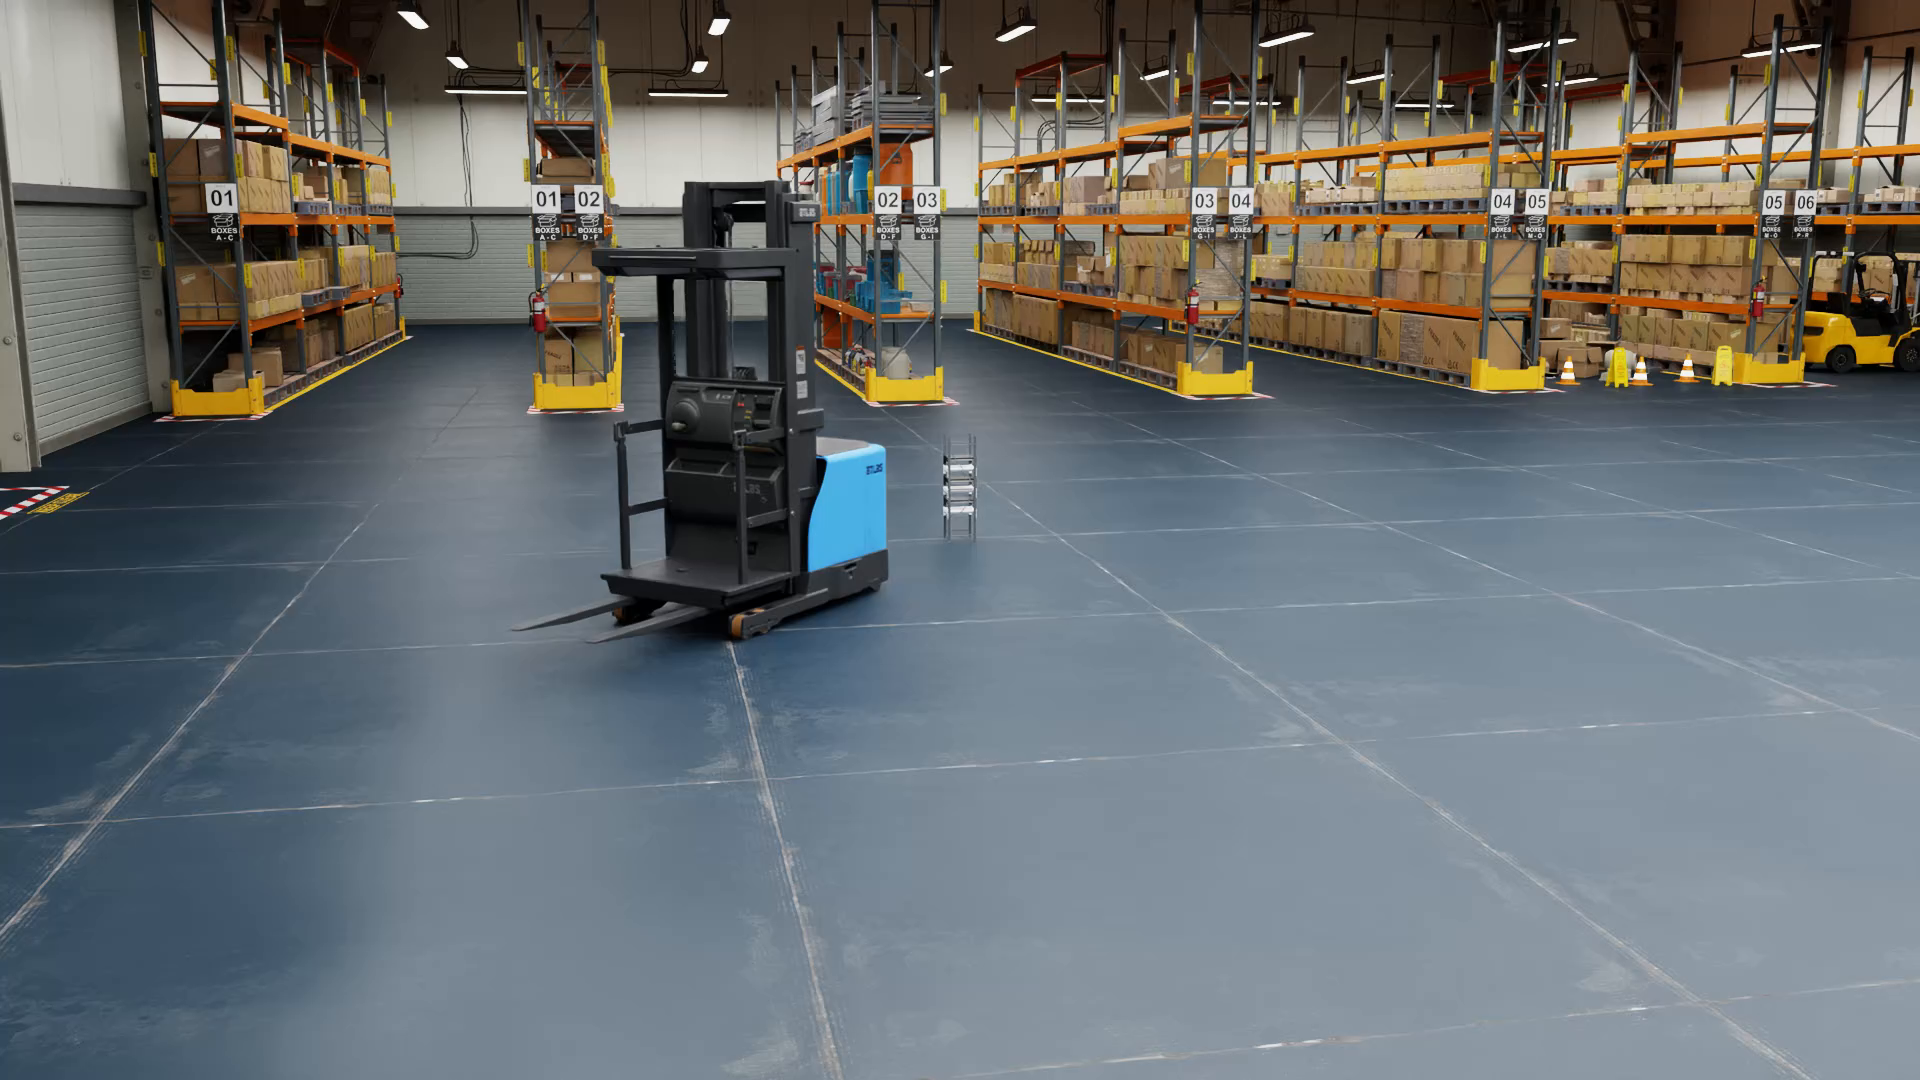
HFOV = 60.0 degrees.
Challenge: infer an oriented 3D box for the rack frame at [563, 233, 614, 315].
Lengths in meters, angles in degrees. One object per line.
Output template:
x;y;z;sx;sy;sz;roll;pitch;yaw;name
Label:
-7.987;-5.636;35.783;1.000;3.000;0.127;-2;11;-11;rack frame

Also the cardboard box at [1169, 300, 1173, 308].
3.626;-3.852;27.083;0.380;0.149;0.250;-2;11;-11;cardboard box

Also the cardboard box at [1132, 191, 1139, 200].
3.198;-5.956;28.777;0.380;0.149;0.250;-2;11;-11;cardboard box

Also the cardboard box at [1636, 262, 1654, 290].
12.940;-4.901;30.863;0.500;0.500;0.500;-2;11;-11;cardboard box

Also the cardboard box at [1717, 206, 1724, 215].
13.359;-5.703;28.789;0.380;0.149;0.250;-2;11;-11;cardboard box

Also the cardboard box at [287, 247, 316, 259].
-12.410;-5.368;31.257;0.500;0.250;0.500;-2;11;-9;cardboard box

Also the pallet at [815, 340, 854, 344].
-2.778;-4.078;35.057;1.003;0.211;1.213;-2;11;-11;pallet

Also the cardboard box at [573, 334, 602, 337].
-5.748;-2.948;25.887;0.500;0.500;0.500;-2;11;-11;cardboard box

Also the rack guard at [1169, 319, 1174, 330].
5.852;-5.649;42.537;1.175;0.500;0.348;-2;11;-11;rack guard

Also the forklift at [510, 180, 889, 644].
-1.701;-0.890;11.034;1.130;2.935;3.031;6;12;29;forklift

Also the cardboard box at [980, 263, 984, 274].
0.781;-6.703;40.999;0.500;0.250;0.500;-2;11;-13;cardboard box

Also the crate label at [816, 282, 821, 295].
-2.636;-4.908;32.409;0.303;0.233;0.416;-2;11;-11;crate label

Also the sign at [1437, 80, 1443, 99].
8.721;-8.189;30.233;0.100;0.325;0.005;-2;11;-11;sign

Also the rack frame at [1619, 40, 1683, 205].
13.007;-7.835;31.296;1.000;3.000;0.127;-2;11;-11;rack frame

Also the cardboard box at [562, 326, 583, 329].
-7.285;-3.830;31.029;0.500;0.311;0.500;-2;11;-12;cardboard box

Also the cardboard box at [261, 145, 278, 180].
-10.698;-5.734;25.281;0.500;0.500;0.500;-3;11;-13;cardboard box

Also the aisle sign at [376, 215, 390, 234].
-13.343;-7.490;38.571;0.394;0.787;0.004;-2;11;-11;aisle sign

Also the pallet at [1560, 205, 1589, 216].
12.787;-6.577;33.208;1.213;0.211;1.003;-2;11;-11;pallet

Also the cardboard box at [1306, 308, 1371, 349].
7.597;-4.249;33.393;1.050;0.750;0.750;-2;11;-10;cardboard box

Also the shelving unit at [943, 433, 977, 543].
-0.002;-0.444;14.120;0.258;0.900;0.210;-2;11;-11;shelving unit

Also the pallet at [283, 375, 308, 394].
-11.124;-2.496;26.744;1.003;0.211;1.213;-2;11;-11;pallet

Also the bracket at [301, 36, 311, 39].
-13.401;-10.204;34.113;0.235;0.232;0.430;-2;11;-11;bracket

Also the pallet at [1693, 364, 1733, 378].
13.647;-2.949;29.126;1.003;0.211;1.213;-2;11;-11;pallet

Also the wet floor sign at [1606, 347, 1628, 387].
10.897;-2.866;27.530;0.267;0.644;0.232;-4;12;-21;wet floor sign

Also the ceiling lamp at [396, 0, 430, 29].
-8.511;-9.879;26.424;0.800;3.185;2.000;-2;11;-11;ceiling lamp

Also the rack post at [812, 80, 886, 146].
-2.039;-7.751;30.318;1.013;1.000;3.121;-2;11;-11;rack post

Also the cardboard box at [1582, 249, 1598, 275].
12.595;-5.457;32.659;0.500;0.500;0.500;-2;11;-11;cardboard box

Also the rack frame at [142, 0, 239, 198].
-10.512;-6.201;22.709;1.000;3.000;0.127;-2;11;-11;rack frame

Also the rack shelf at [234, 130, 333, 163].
-11.679;-6.752;28.595;1.077;0.370;4.000;-2;11;-11;rack shelf

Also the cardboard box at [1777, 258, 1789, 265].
17.186;-5.771;34.492;0.380;0.149;0.250;-2;11;-13;cardboard box

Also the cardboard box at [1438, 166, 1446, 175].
8.304;-6.236;28.064;0.380;0.149;0.250;-2;11;-12;cardboard box

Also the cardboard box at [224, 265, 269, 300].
-10.396;-3.748;24.207;0.500;0.500;0.500;-2;11;-11;cardboard box

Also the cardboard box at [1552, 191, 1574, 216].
12.554;-6.867;33.957;0.797;0.503;0.637;-2;11;-11;cardboard box

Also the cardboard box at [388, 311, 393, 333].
-13.292;-4.950;37.744;0.700;0.500;0.500;-2;11;-11;cardboard box

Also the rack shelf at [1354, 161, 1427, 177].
11.062;-9.120;41.036;1.077;0.370;4.000;-2;11;-11;rack shelf

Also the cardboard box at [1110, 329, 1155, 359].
3.188;-3.629;30.752;0.700;0.500;0.500;-3;11;-15;cardboard box

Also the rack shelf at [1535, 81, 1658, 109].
15.931;-11.130;41.640;1.077;0.370;4.000;-2;11;-11;rack shelf

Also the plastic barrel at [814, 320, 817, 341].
-2.879;-4.462;35.148;0.421;0.512;0.421;0;11;0;plastic barrel

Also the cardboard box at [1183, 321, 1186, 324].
5.754;-5.447;41.296;0.380;0.149;0.250;-2;11;-10;cardboard box

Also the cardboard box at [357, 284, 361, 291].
-12.332;-5.101;33.594;0.380;0.149;0.250;-2;11;-11;cardboard box

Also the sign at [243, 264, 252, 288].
-9.979;-3.699;23.293;0.100;0.325;0.005;-2;11;-11;sign

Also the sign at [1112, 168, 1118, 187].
2.743;-6.428;29.488;0.100;0.325;0.005;-2;11;-11;sign

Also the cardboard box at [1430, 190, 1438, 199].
8.256;-5.890;28.379;0.380;0.149;0.250;-2;11;-10;cardboard box

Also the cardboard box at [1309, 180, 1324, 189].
7.485;-7.501;35.246;0.396;0.266;0.258;-2;11;-11;cardboard box

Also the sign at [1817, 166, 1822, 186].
14.317;-6.077;27.744;0.100;0.325;0.005;-2;11;-11;sign

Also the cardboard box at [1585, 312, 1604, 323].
15.854;-5.557;41.559;0.396;0.266;0.258;-2;11;-9;cardboard box

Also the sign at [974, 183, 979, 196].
0.407;-8.652;41.057;0.100;0.325;0.005;-2;11;-11;sign

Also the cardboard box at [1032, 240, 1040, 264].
1.985;-6.294;36.292;0.797;0.503;0.637;-2;11;-10;cardboard box

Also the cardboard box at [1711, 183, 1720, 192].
13.310;-6.136;28.930;0.380;0.149;0.250;-2;11;-11;cardboard box

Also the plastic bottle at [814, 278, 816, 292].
-2.892;-5.125;33.413;0.061;0.283;0.133;-2;11;-11;plastic bottle

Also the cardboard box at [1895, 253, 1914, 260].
17.871;-5.325;31.356;0.380;0.149;0.250;-2;11;-12;cardboard box

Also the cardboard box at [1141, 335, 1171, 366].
3.444;-3.327;29.214;0.500;0.500;0.500;1;11;7;cardboard box

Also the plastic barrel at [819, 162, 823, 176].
-2.646;-7.434;34.744;0.600;0.901;0.708;-2;11;-11;plastic barrel
